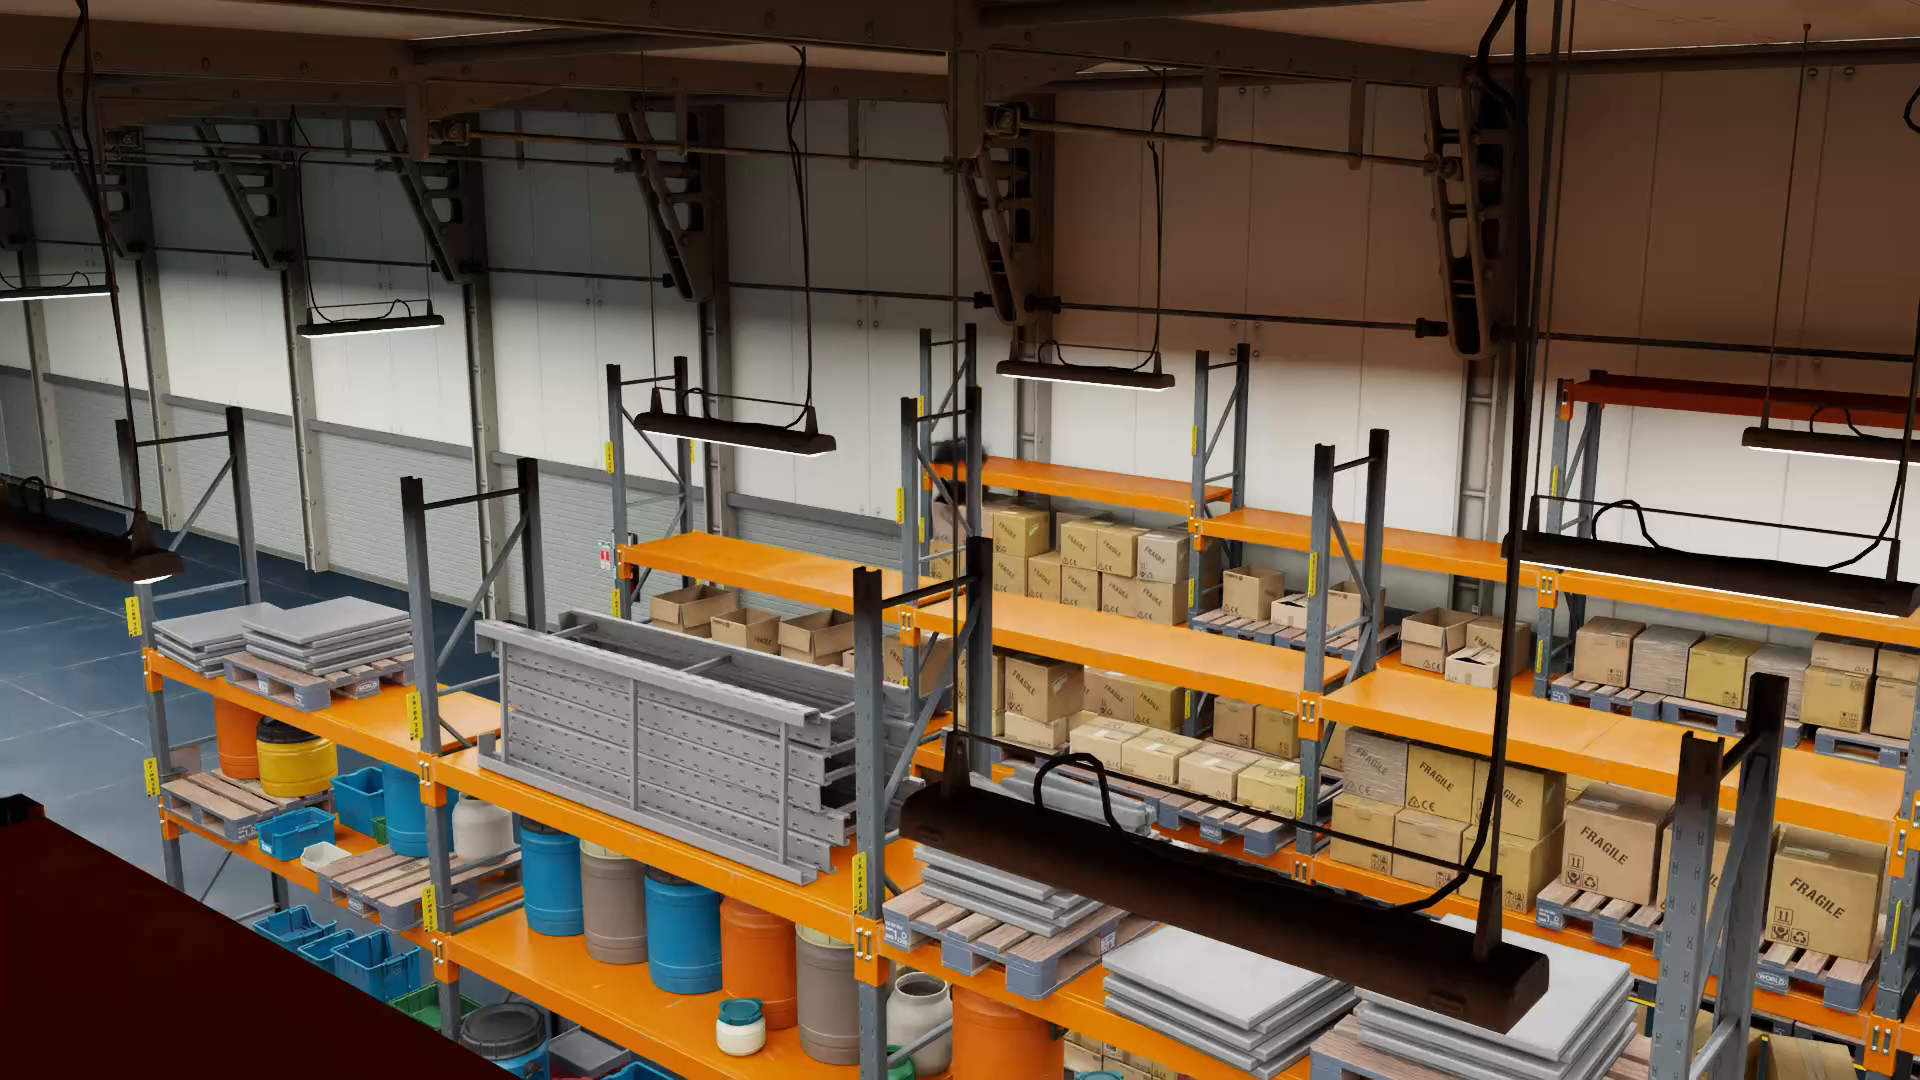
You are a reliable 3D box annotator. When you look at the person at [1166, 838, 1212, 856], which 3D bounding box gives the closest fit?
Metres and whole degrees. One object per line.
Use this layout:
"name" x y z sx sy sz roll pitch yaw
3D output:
"person" 2.326 3.521 16.983 0.742 1.648 0.618 10 16 38
